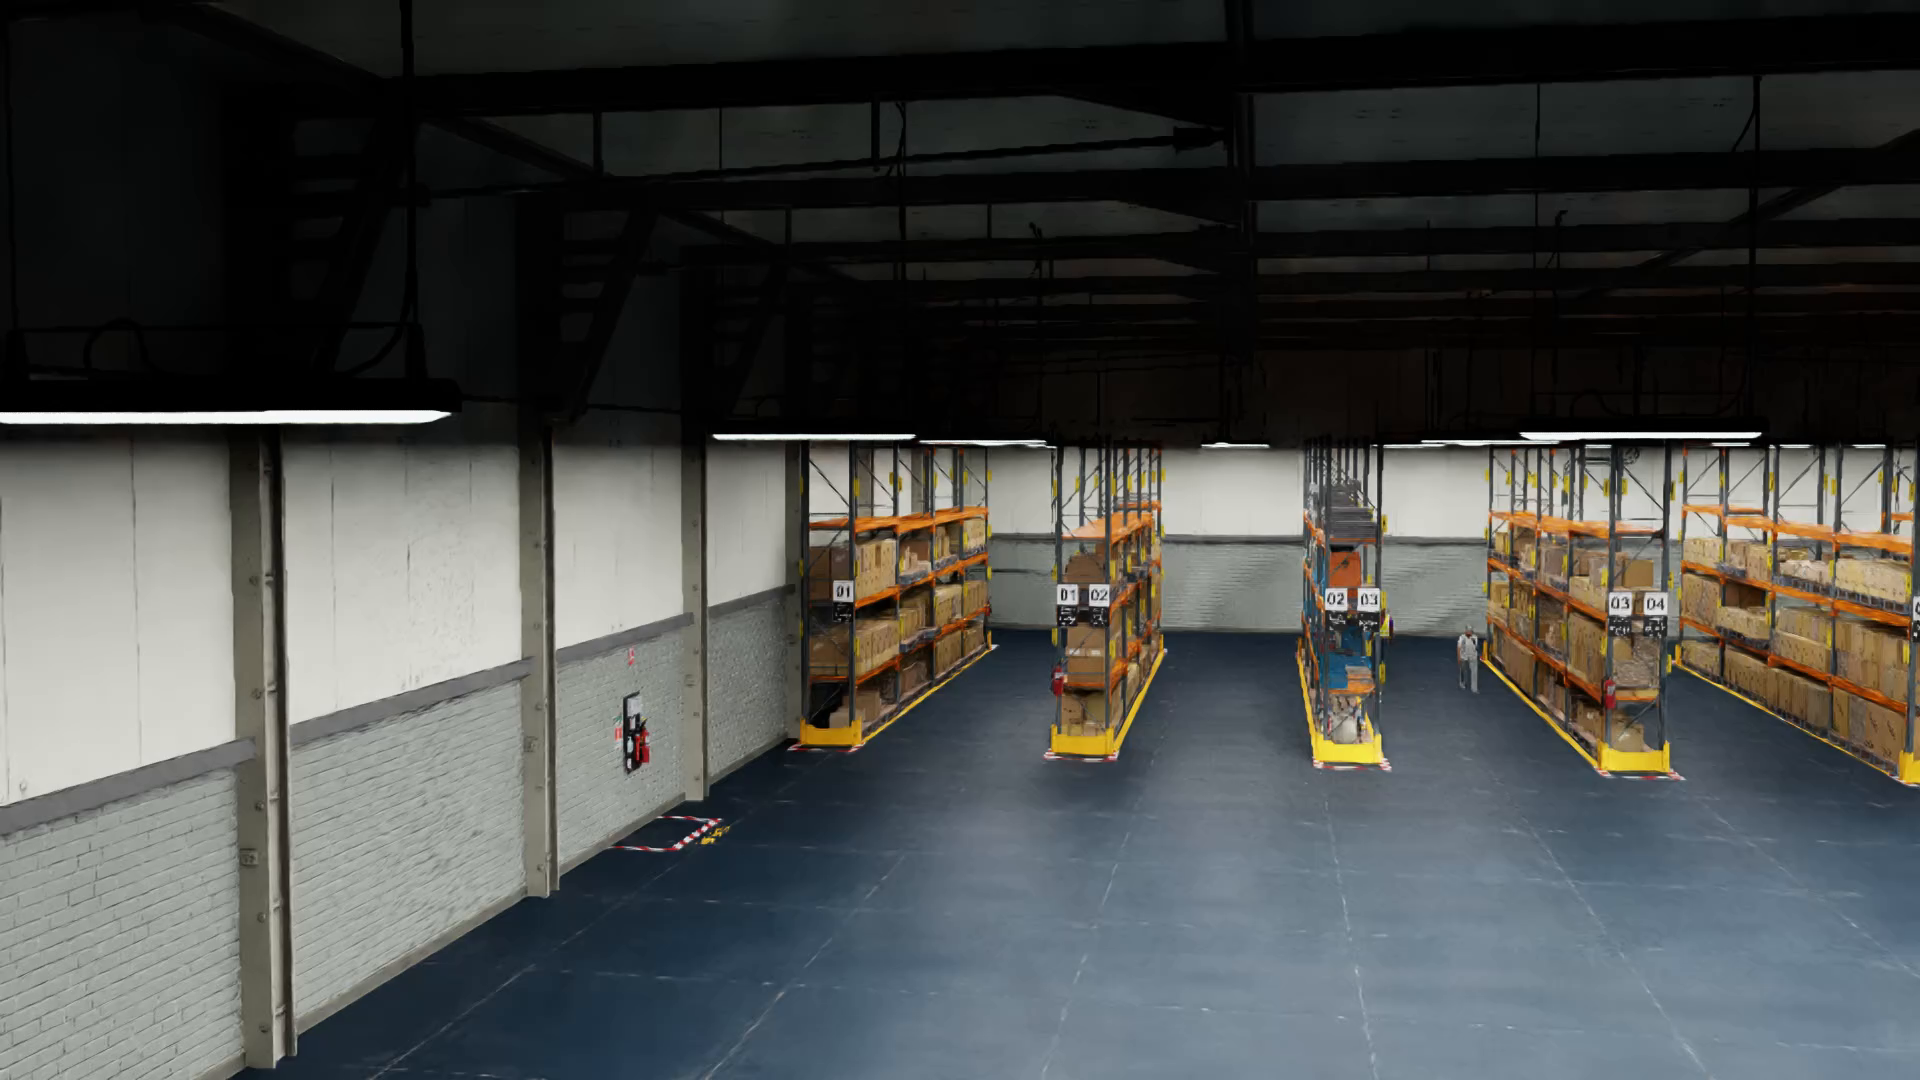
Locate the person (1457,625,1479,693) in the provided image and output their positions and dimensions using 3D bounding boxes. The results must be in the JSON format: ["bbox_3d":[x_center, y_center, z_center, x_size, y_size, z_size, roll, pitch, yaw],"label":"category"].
[{"bbox_3d":[12.029,2.788,39.379,0.497,1.583,1.090,1,3,12],"label":"person"}]

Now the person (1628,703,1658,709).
[{"bbox_3d":[15.130,2.848,36.936,0.528,1.727,1.030,0,3,2],"label":"person"}]

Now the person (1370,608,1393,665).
[{"bbox_3d":[11.073,2.510,43.615,0.575,1.689,1.128,0,3,8],"label":"person"}]
